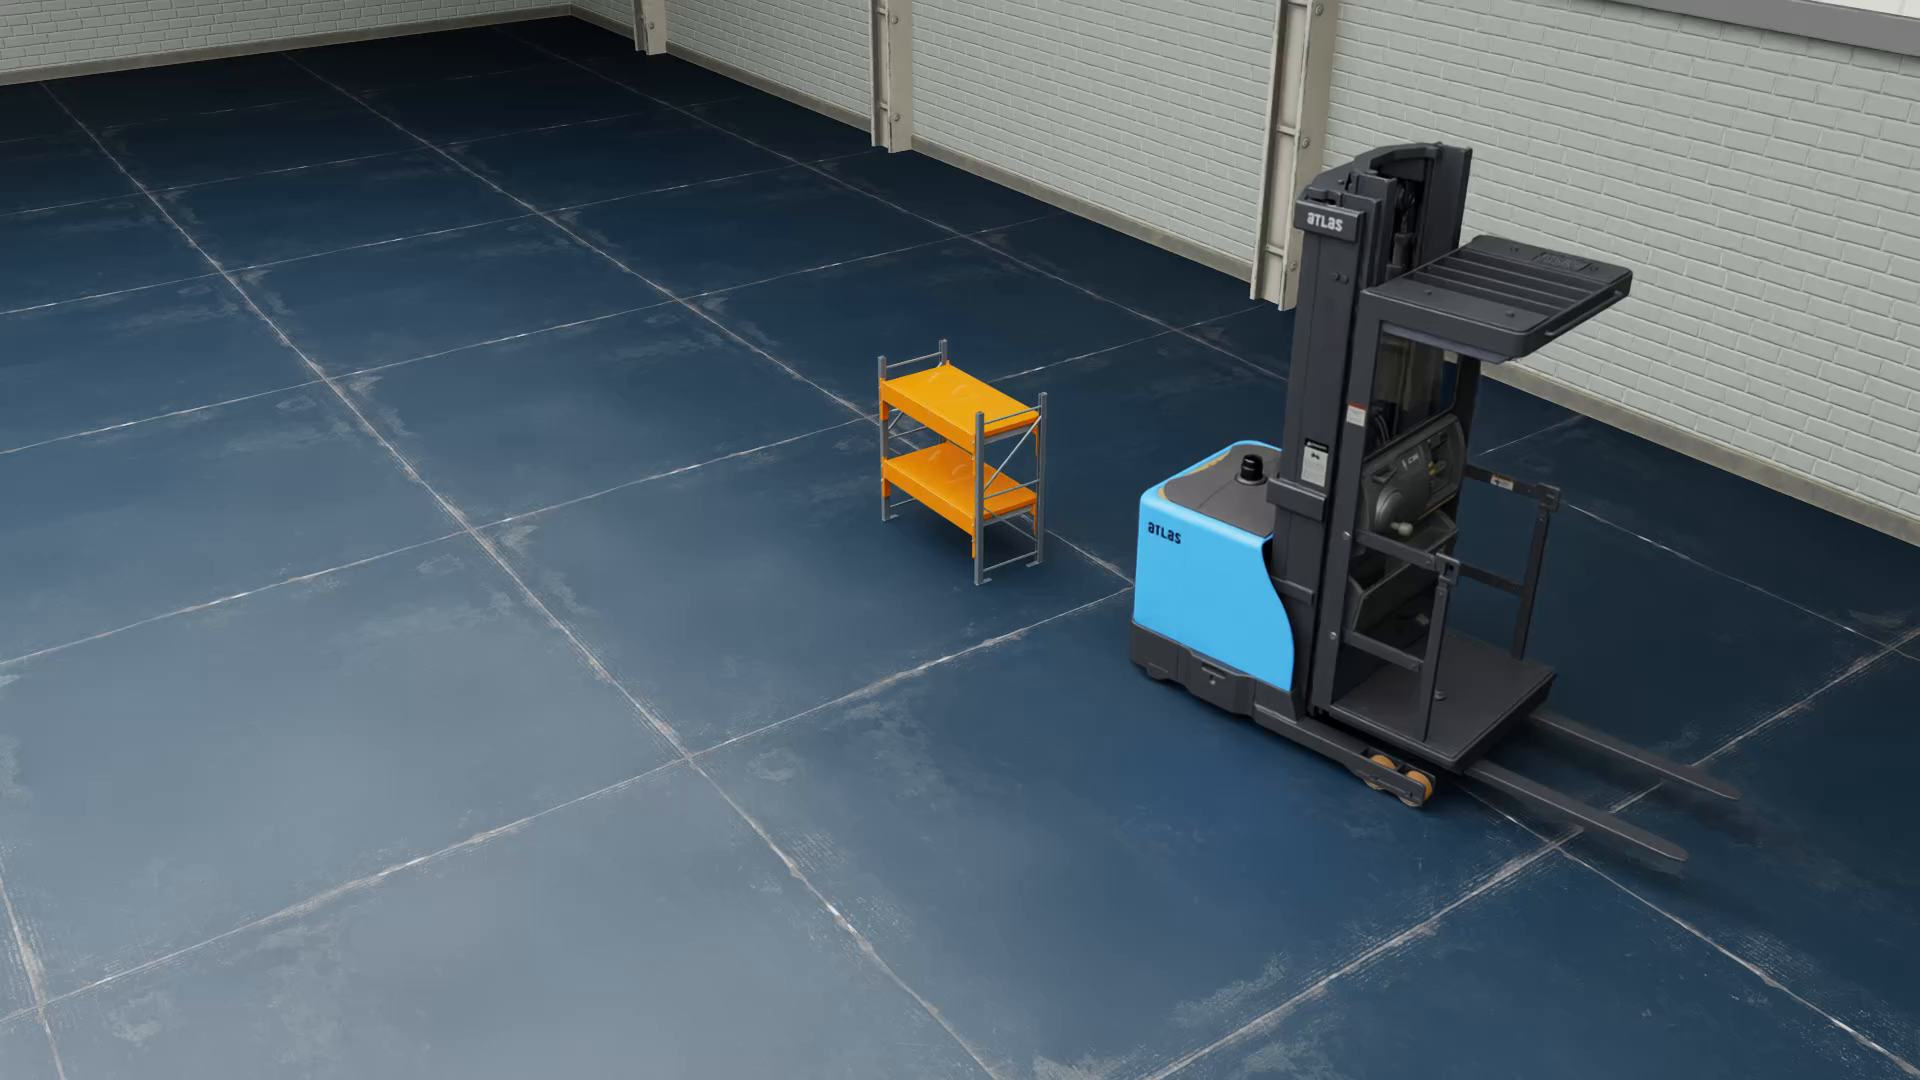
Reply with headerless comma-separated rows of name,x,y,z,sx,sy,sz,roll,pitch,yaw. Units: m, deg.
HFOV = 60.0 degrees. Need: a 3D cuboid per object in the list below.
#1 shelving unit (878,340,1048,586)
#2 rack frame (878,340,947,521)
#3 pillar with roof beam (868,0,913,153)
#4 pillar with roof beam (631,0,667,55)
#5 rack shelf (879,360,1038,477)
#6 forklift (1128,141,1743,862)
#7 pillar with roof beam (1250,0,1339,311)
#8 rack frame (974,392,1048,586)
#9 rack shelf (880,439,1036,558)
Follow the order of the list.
shelving unit,0.004,-0.492,10.203,0.538,1.125,1.048,-19,34,-31
rack frame,-0.291,-0.689,10.567,0.500,1.125,0.032,-19,34,-31
pillar with roof beam,-4.258,-7.146,14.205,9.100,9.000,0.400,-19,34,-31
pillar with roof beam,-7.738,-9.478,18.500,9.100,9.000,0.400,-19,34,-31
rack shelf,0.004,-0.749,10.064,0.538,0.278,1.000,-19,34,-31
forklift,2.345,-0.275,7.911,3.031,2.935,1.130,24,37,37
pillar with roof beam,-0.778,-4.813,9.910,9.100,9.000,0.400,-19,34,-31
rack frame,0.299,-0.294,9.839,0.500,1.125,0.032,-19,34,-31
rack shelf,0.004,-0.277,10.320,0.538,0.278,1.000,-19,34,-31
